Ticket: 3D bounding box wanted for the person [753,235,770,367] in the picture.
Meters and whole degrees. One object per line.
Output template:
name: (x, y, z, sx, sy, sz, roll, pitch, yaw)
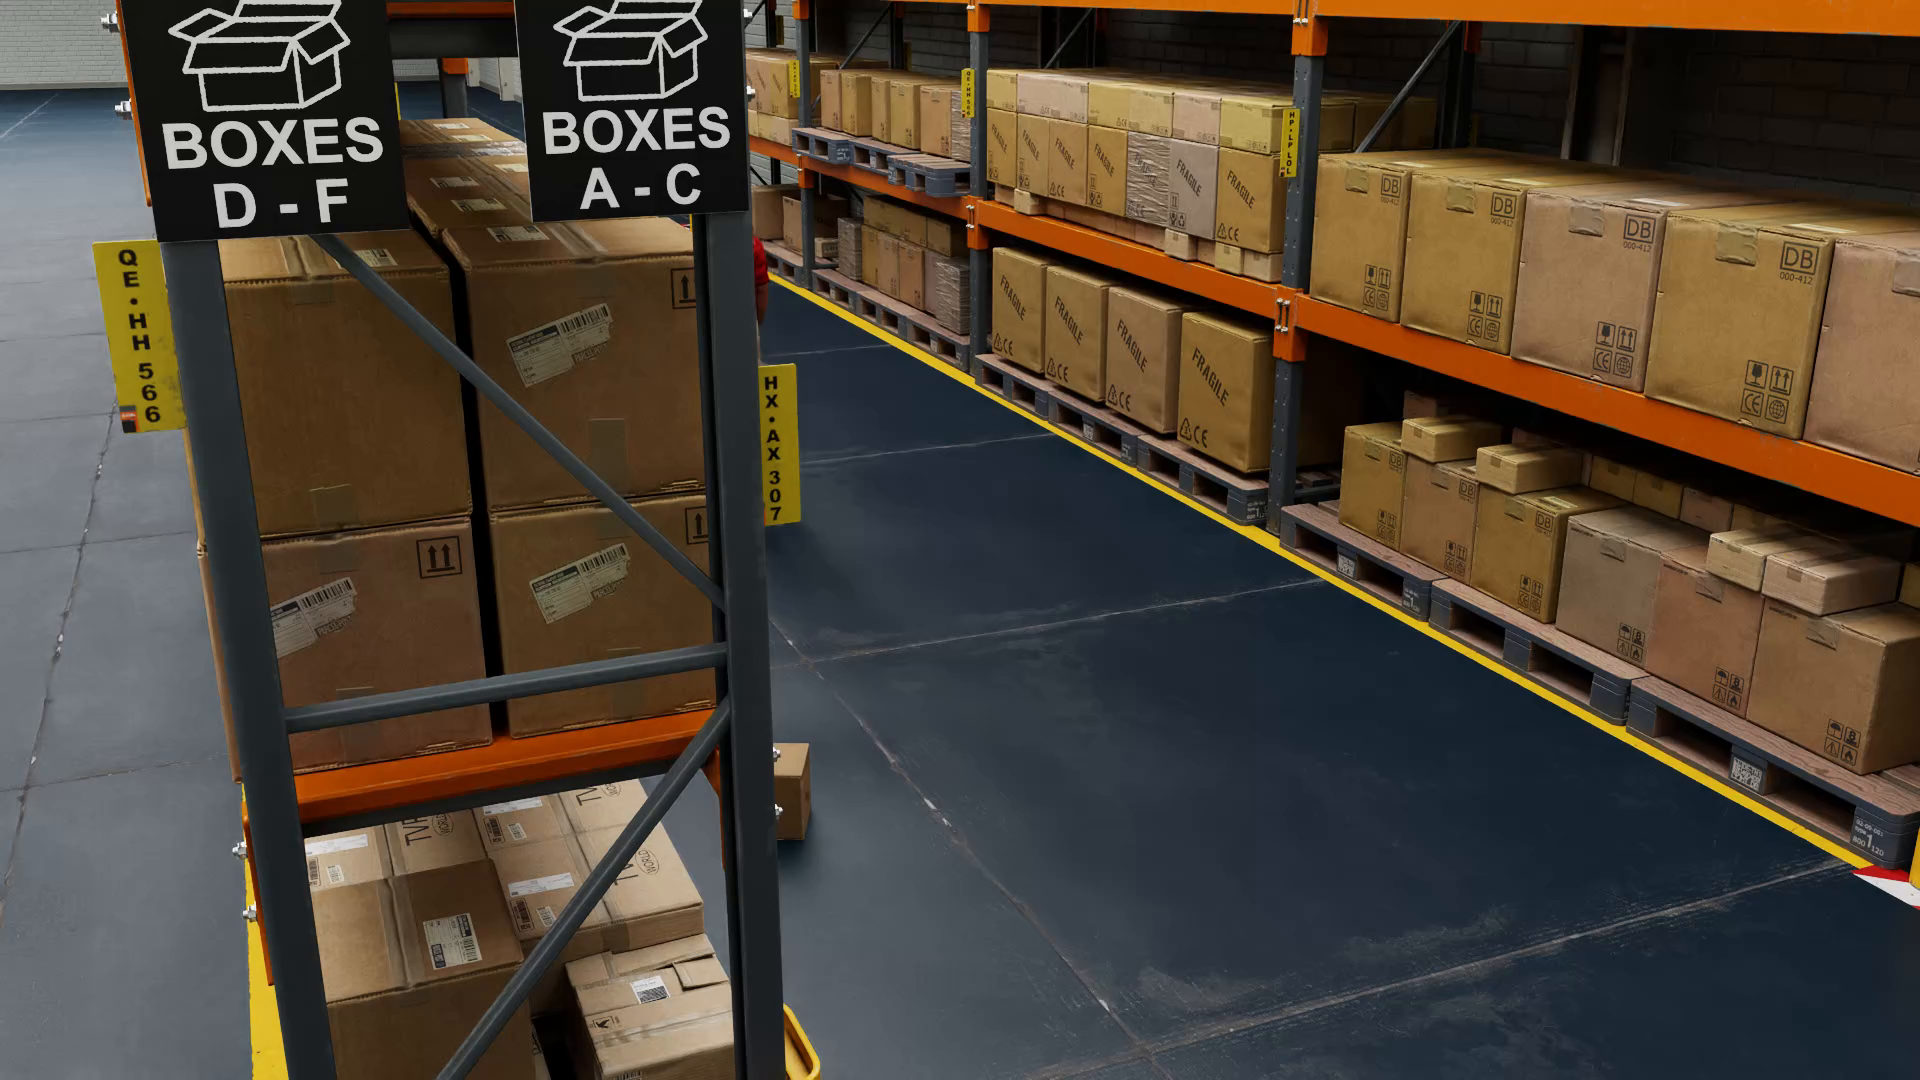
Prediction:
person: (-1.347, -1.178, 9.553, 0.534, 1.667, 1.015, -7, 20, -19)
